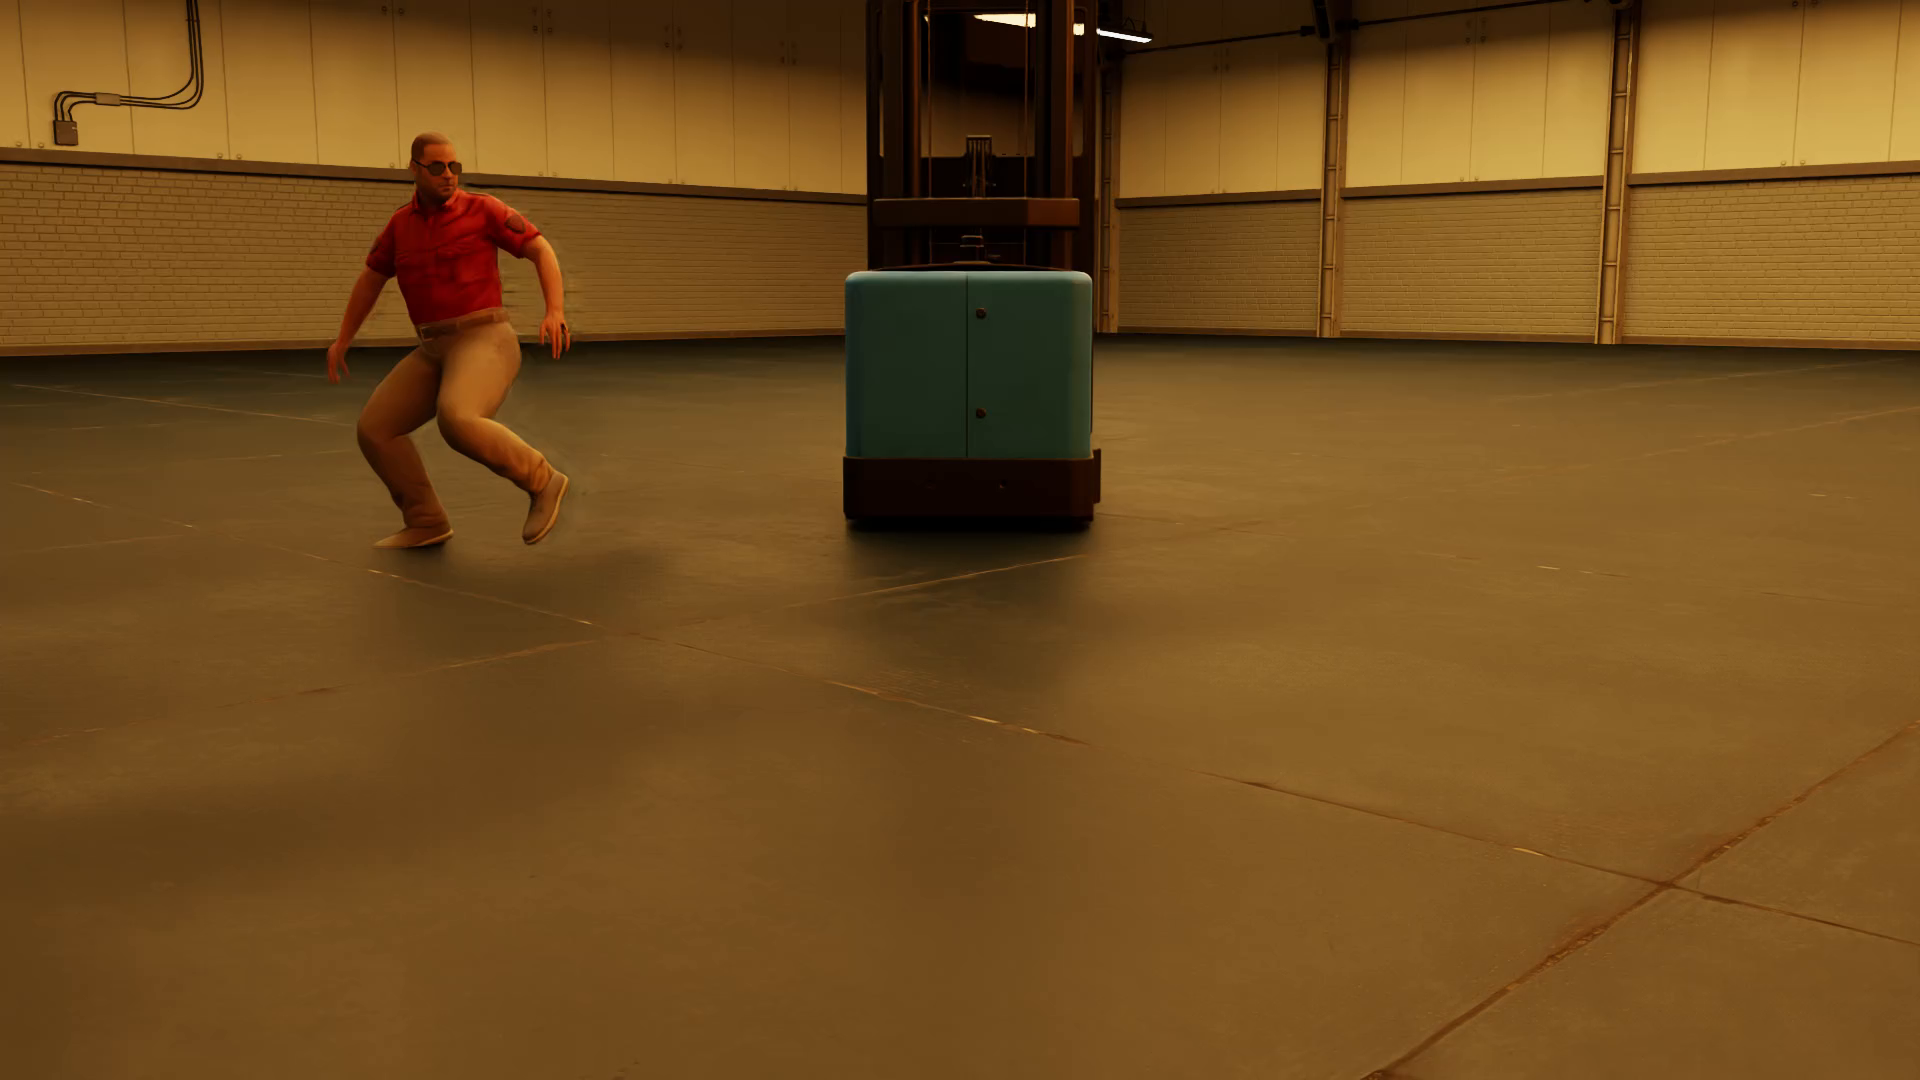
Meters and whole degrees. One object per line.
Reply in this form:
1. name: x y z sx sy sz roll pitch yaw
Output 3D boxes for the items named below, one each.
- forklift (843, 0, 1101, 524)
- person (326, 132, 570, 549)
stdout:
1. forklift: 0.115 -1.701 8.168 1.130 2.935 3.031 0 9 3
2. person: -1.971 -0.737 6.389 0.997 1.620 0.516 5 10 31
